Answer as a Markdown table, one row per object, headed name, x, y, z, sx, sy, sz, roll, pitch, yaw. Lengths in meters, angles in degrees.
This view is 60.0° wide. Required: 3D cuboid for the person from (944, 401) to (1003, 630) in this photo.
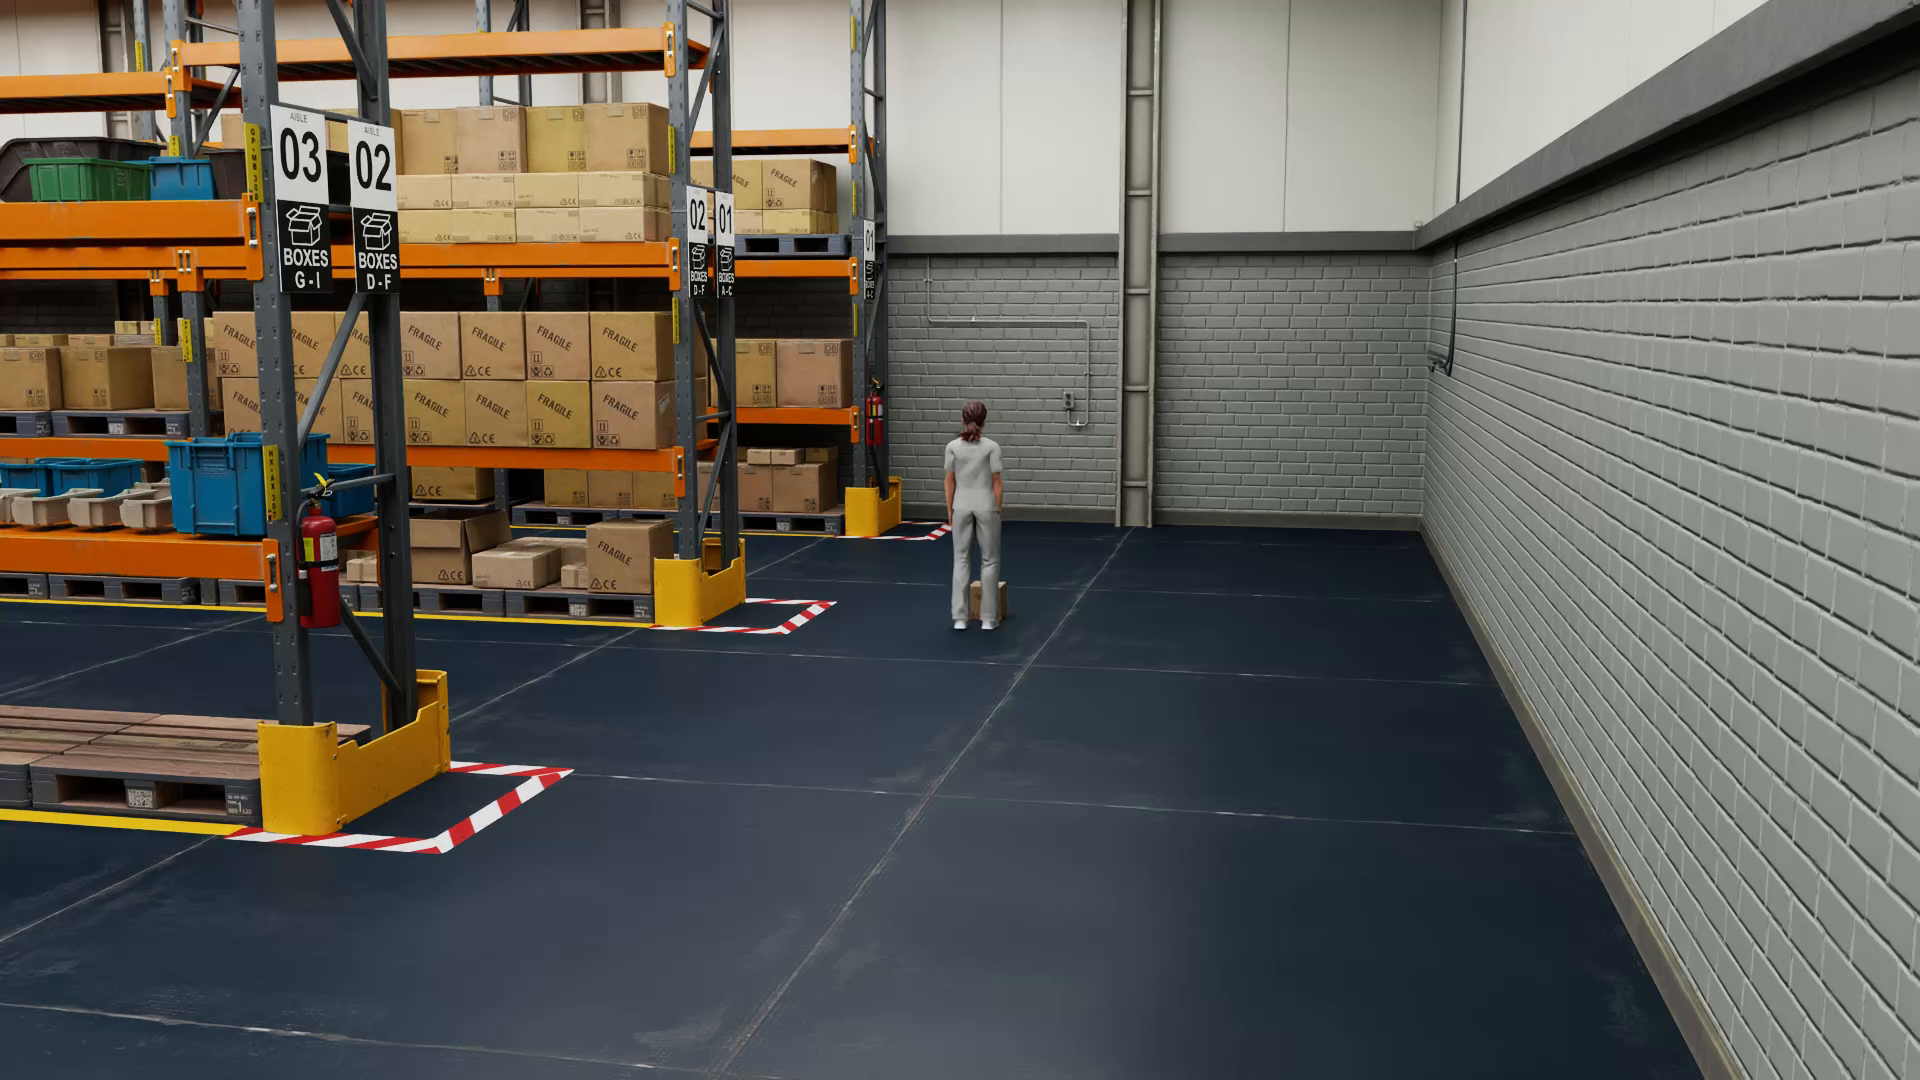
| name | x | y | z | sx | sy | sz | roll | pitch | yaw |
| --- | --- | --- | --- | --- | --- | --- | --- | --- | --- |
| person | 0.106 | -0.167 | 12.119 | 0.440 | 1.658 | 0.370 | 2 | 8 | 13 |
